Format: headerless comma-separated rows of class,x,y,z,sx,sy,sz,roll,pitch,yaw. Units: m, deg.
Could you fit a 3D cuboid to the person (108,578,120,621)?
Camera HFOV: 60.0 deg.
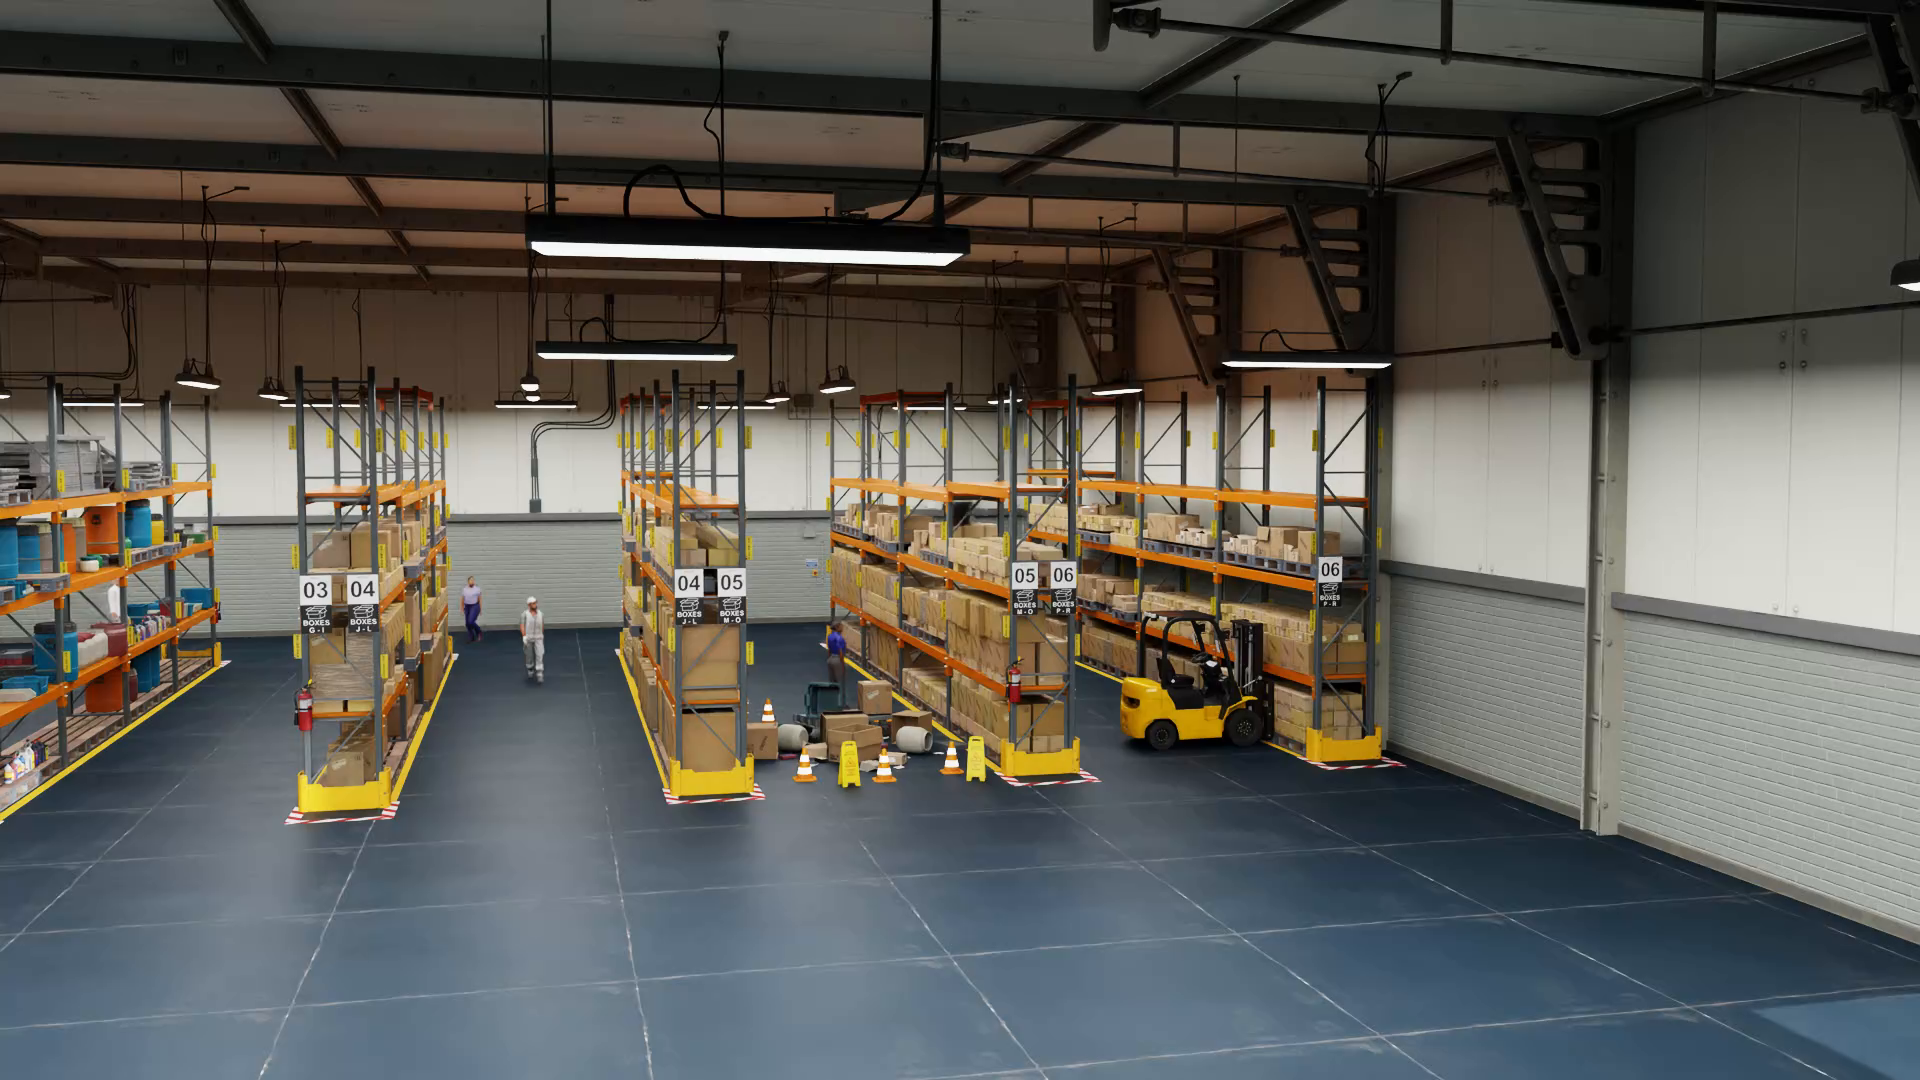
person,-20.124,1.727,39.770,0.549,1.765,0.637,0,3,-6

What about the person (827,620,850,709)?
person,-2.271,2.323,30.958,0.367,1.646,0.508,-2,4,-35

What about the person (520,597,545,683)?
person,-8.858,2.054,34.480,0.507,1.742,0.975,-1,4,-17

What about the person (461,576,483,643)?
person,-12.066,1.717,41.034,0.488,1.642,0.460,2,4,31
